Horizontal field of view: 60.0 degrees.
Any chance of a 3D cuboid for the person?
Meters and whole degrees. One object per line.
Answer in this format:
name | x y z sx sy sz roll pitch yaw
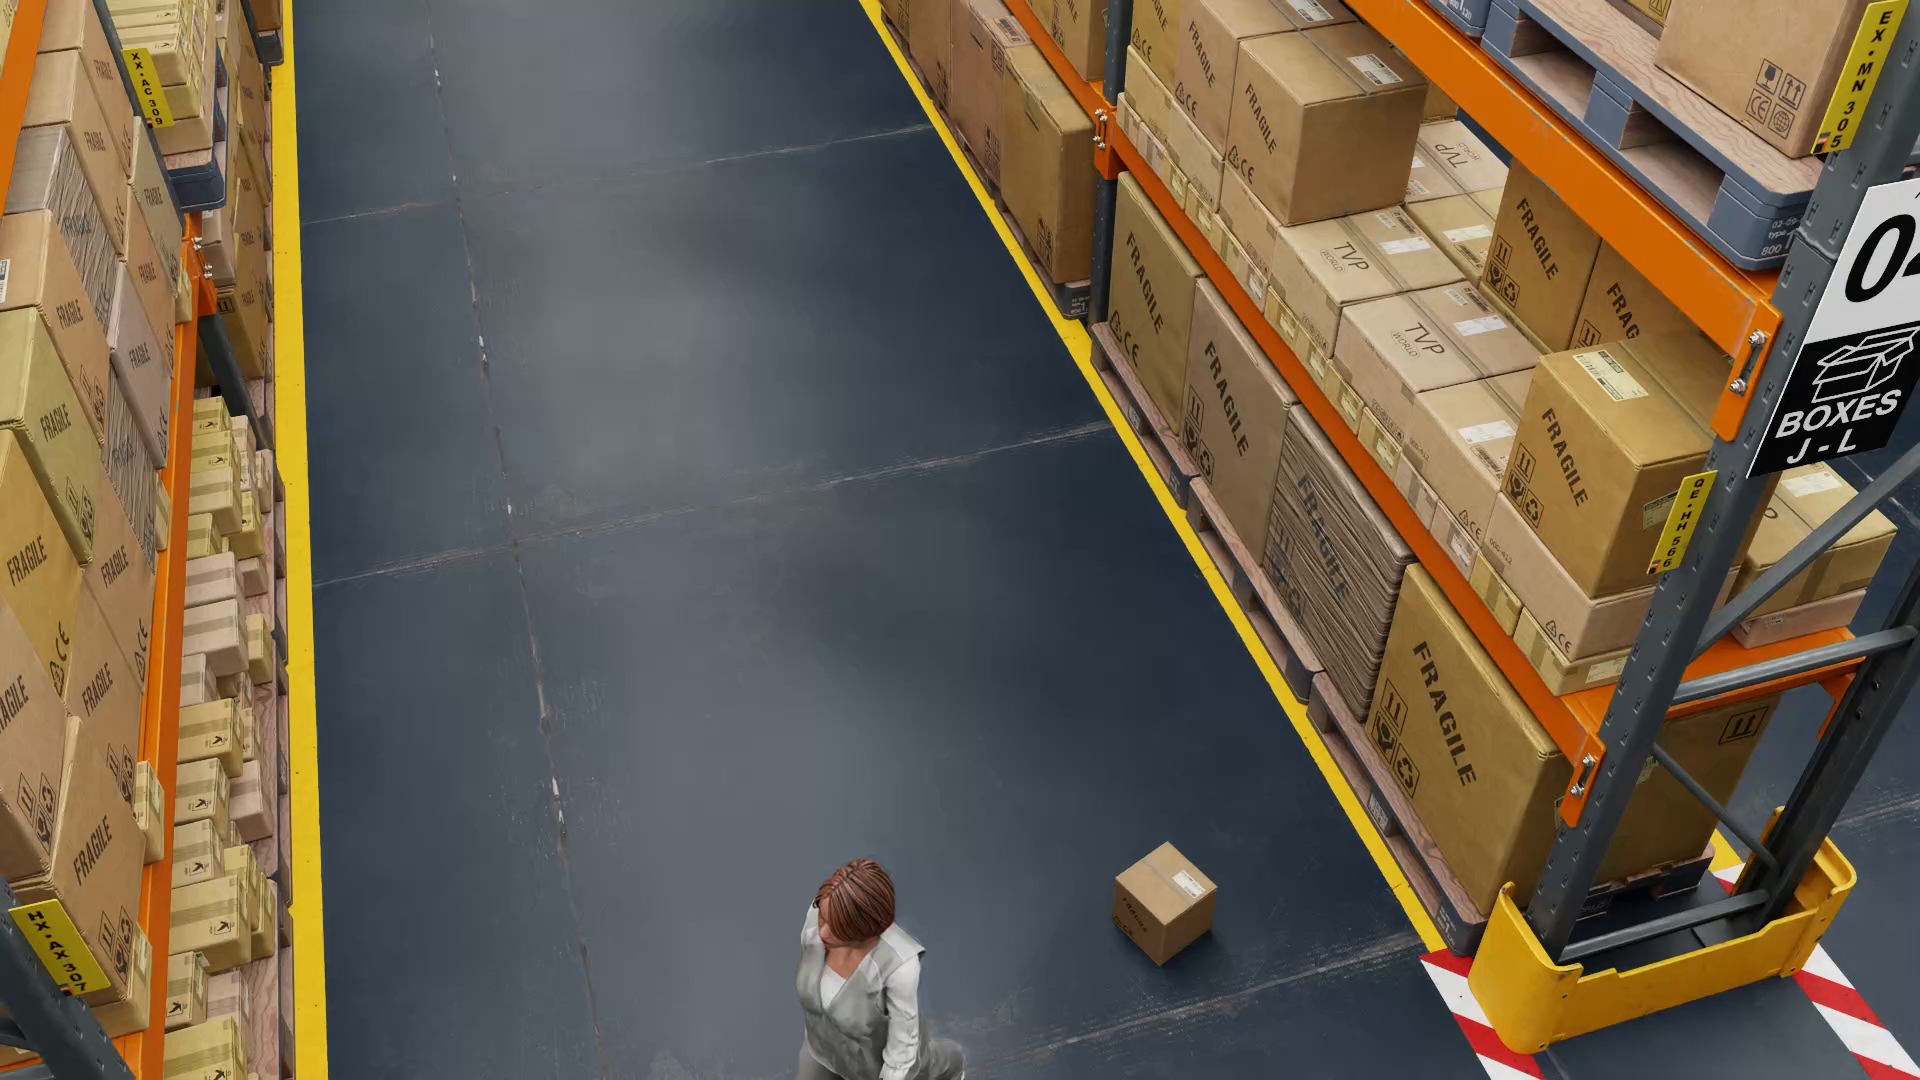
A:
person | -0.285 1.422 4.614 0.423 1.531 0.976 23 48 23
